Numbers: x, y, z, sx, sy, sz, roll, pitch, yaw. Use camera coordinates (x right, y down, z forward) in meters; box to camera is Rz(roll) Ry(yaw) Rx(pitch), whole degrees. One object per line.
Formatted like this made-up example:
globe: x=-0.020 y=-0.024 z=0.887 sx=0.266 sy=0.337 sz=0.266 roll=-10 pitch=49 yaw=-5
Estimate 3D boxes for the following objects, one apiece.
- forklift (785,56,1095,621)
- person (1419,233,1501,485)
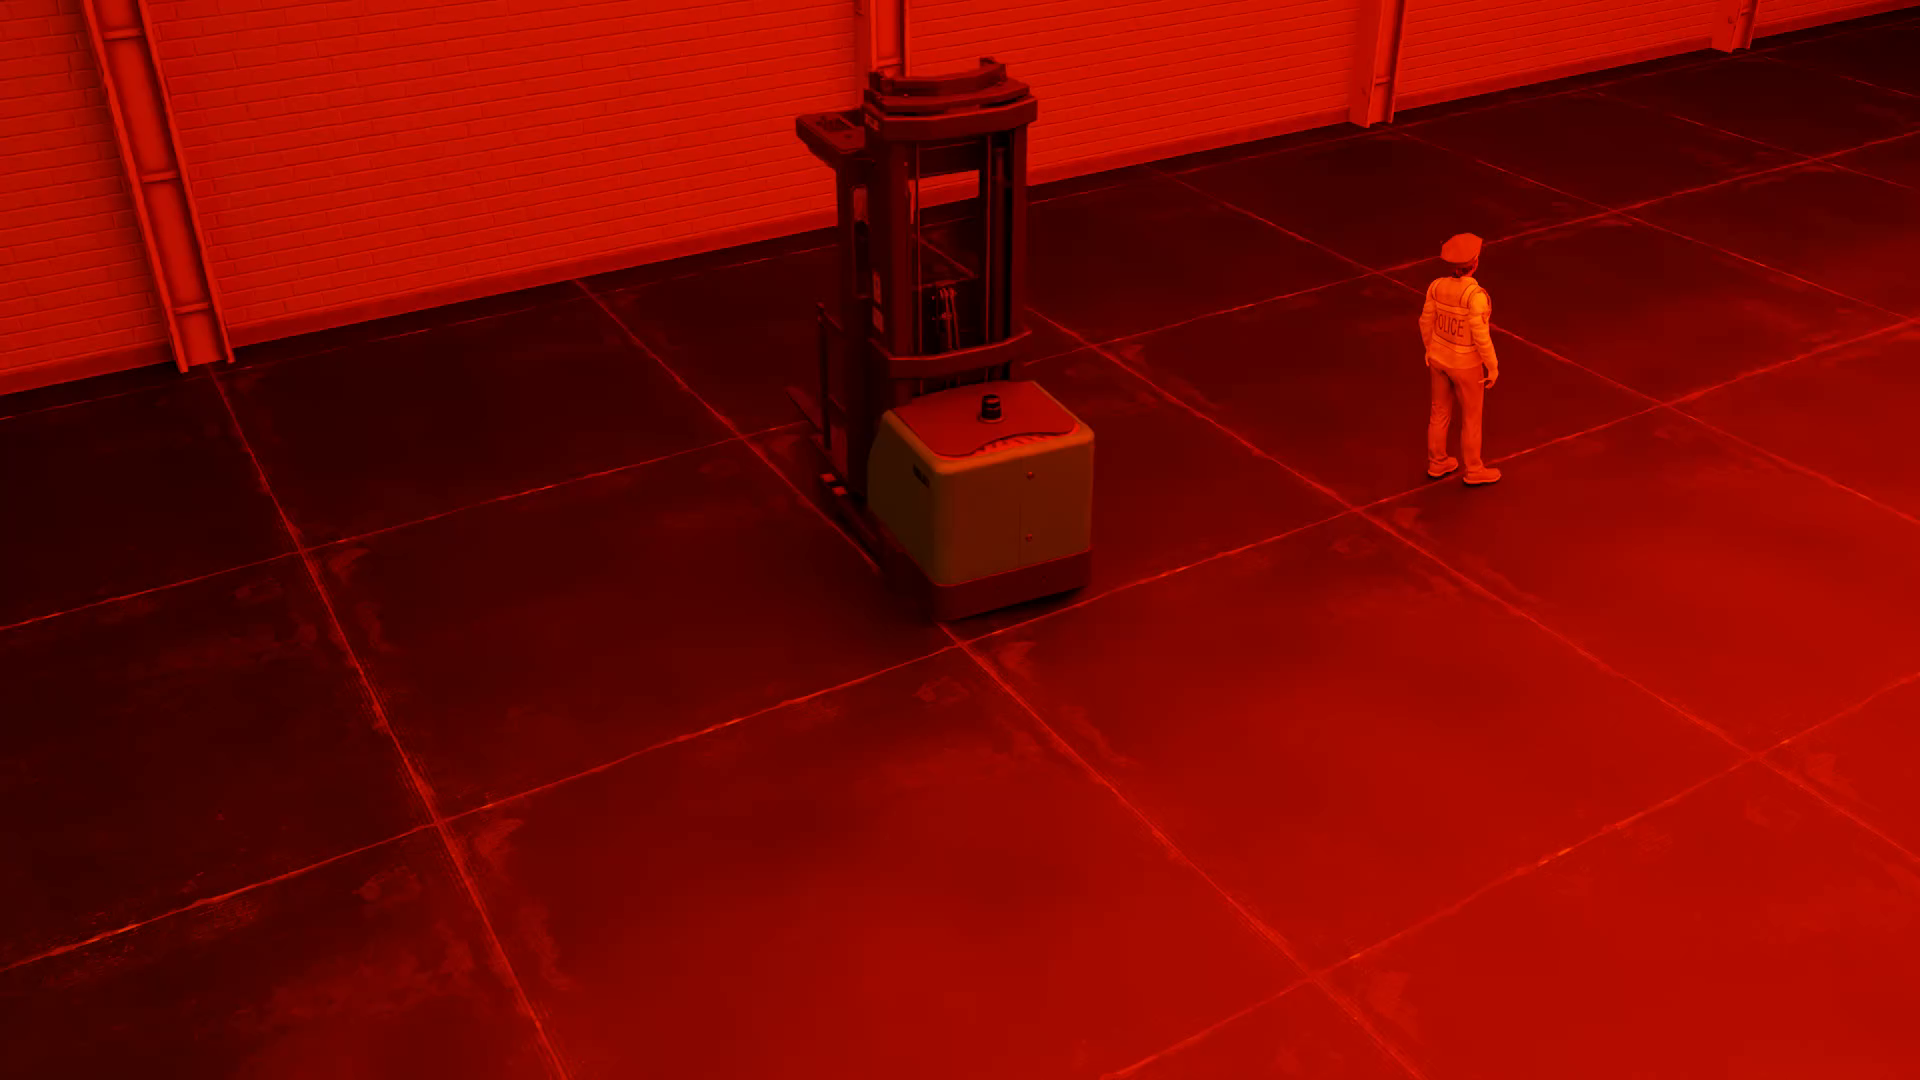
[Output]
forklift: x=-0.301 y=-1.529 z=10.200 sx=1.130 sy=2.935 sz=3.031 roll=-14 pitch=34 yaw=-22
person: x=3.272 y=-1.181 z=10.810 sx=0.531 sy=1.694 sz=0.586 roll=-20 pitch=36 yaw=-30
